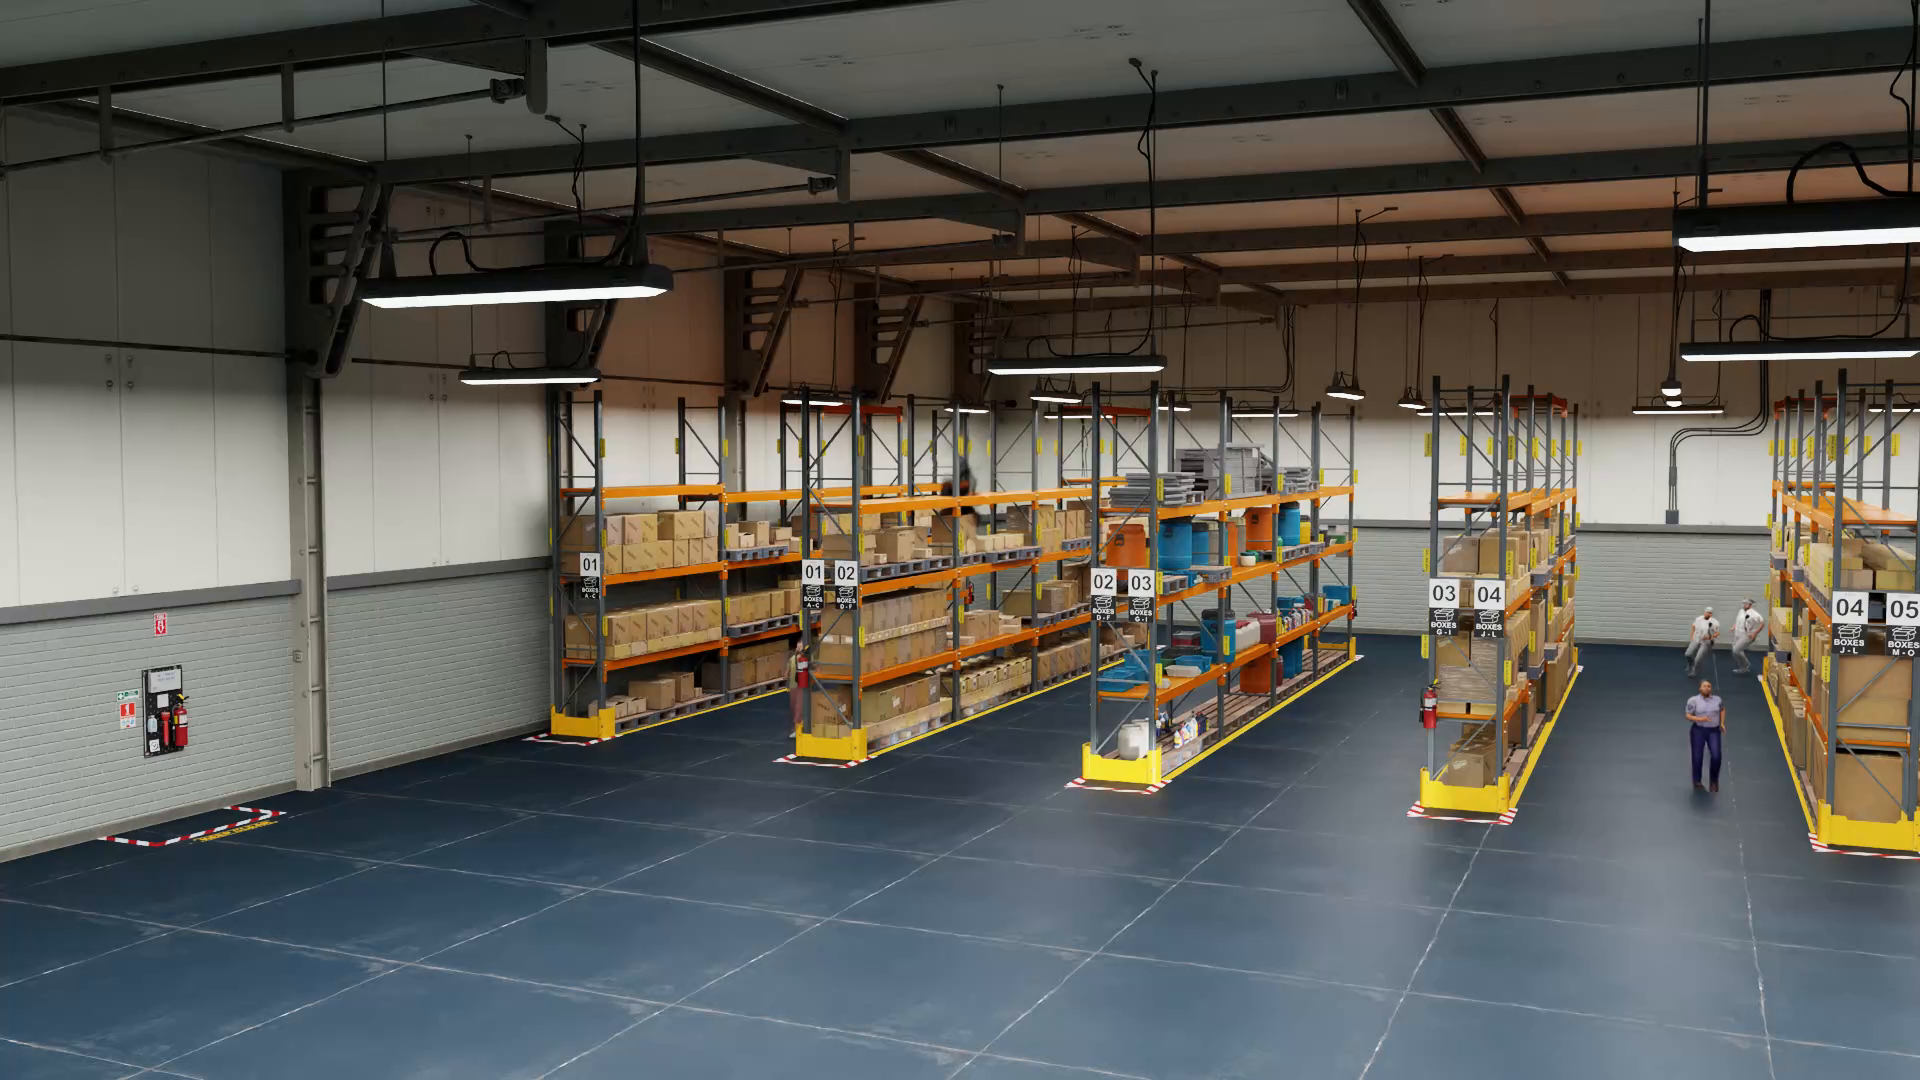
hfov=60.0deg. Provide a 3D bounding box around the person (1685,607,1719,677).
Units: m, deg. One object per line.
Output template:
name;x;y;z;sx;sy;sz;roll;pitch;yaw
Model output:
person;16.166;2.226;36.309;0.520;1.573;0.743;-3;4;-43

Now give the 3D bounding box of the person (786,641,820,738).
person;-2.776;2.569;28.868;0.582;1.637;0.897;1;3;18

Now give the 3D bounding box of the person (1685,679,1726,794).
person;10.841;2.856;24.159;0.578;1.660;0.688;1;3;15

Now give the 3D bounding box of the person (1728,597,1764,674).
person;17.294;2.115;36.686;0.573;1.733;0.725;-1;3;-11
